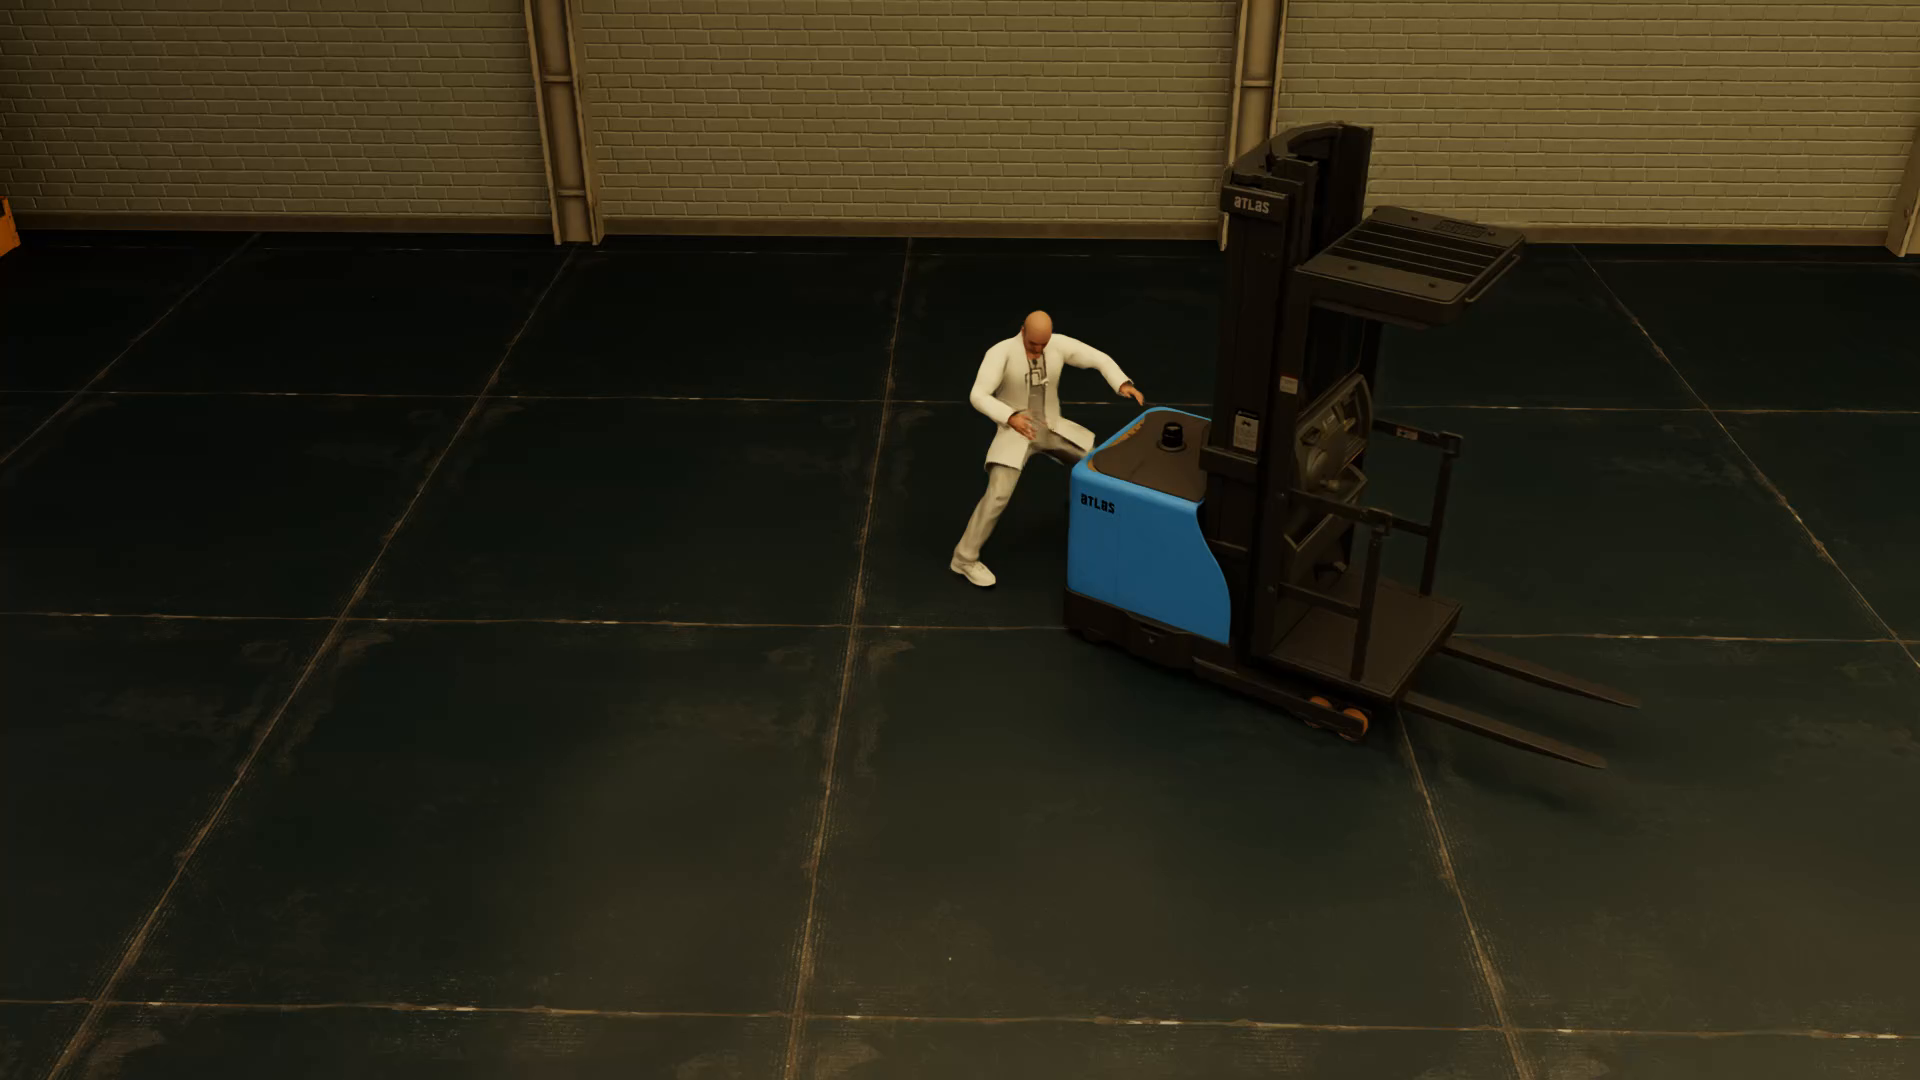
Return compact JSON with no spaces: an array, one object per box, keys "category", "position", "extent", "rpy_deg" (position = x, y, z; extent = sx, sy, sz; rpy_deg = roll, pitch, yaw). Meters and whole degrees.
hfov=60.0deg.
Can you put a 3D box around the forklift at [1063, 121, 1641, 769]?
[{"category":"forklift","position":[2.098,-0.518,8.494],"extent":[3.031,2.935,1.130],"rpy_deg":[19,35,29]}]

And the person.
[{"category":"person","position":[0.555,-0.635,10.051],"extent":[1.353,1.549,0.756],"rpy_deg":[-10,32,-17]}]
